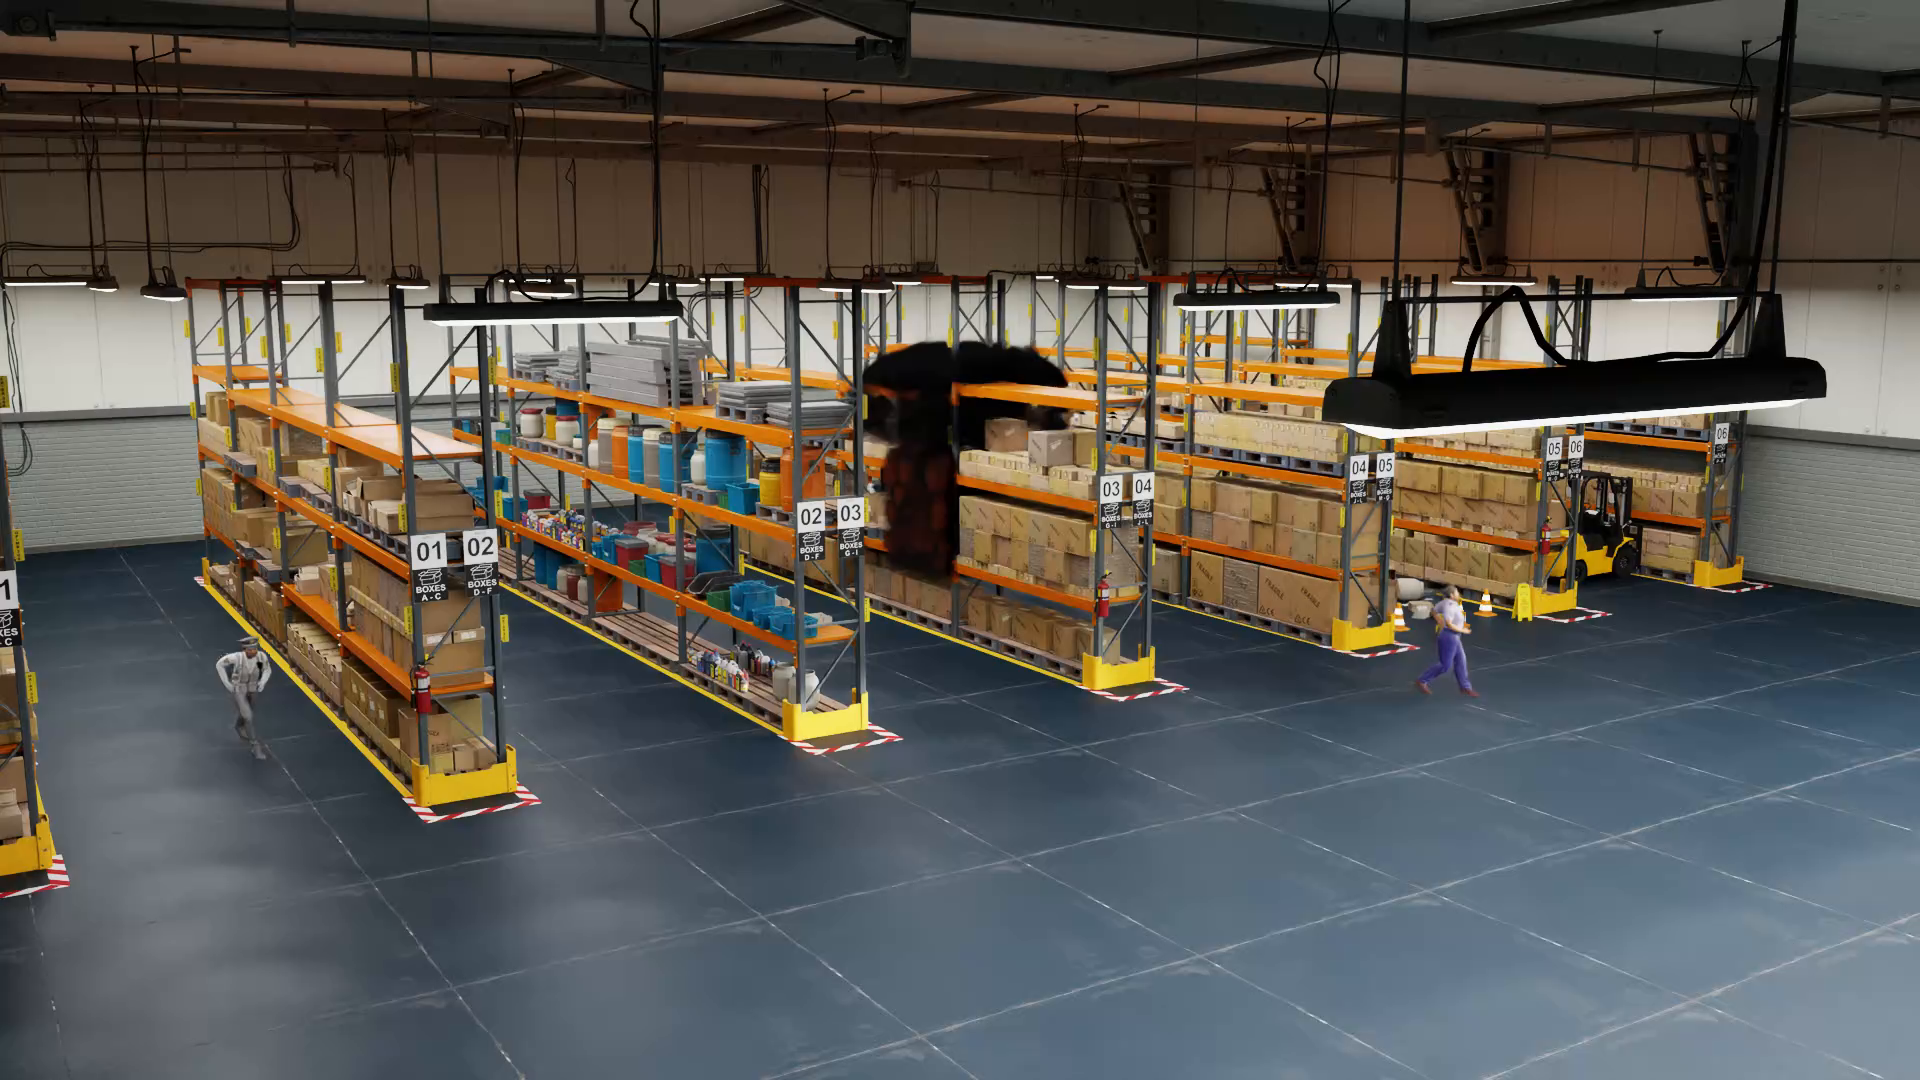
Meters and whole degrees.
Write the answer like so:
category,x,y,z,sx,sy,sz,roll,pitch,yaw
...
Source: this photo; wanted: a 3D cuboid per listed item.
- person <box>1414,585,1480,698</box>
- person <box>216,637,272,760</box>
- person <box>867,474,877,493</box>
category,x,y,z,sx,sy,sz,roll,pitch,yaw
person,7.144,1.477,24.285,0.950,1.652,0.645,2,10,13
person,-9.274,1.992,21.525,0.656,1.627,0.980,-8,12,-38
person,-2.047,-0.652,37.025,0.607,1.705,0.802,-5,11,-27
